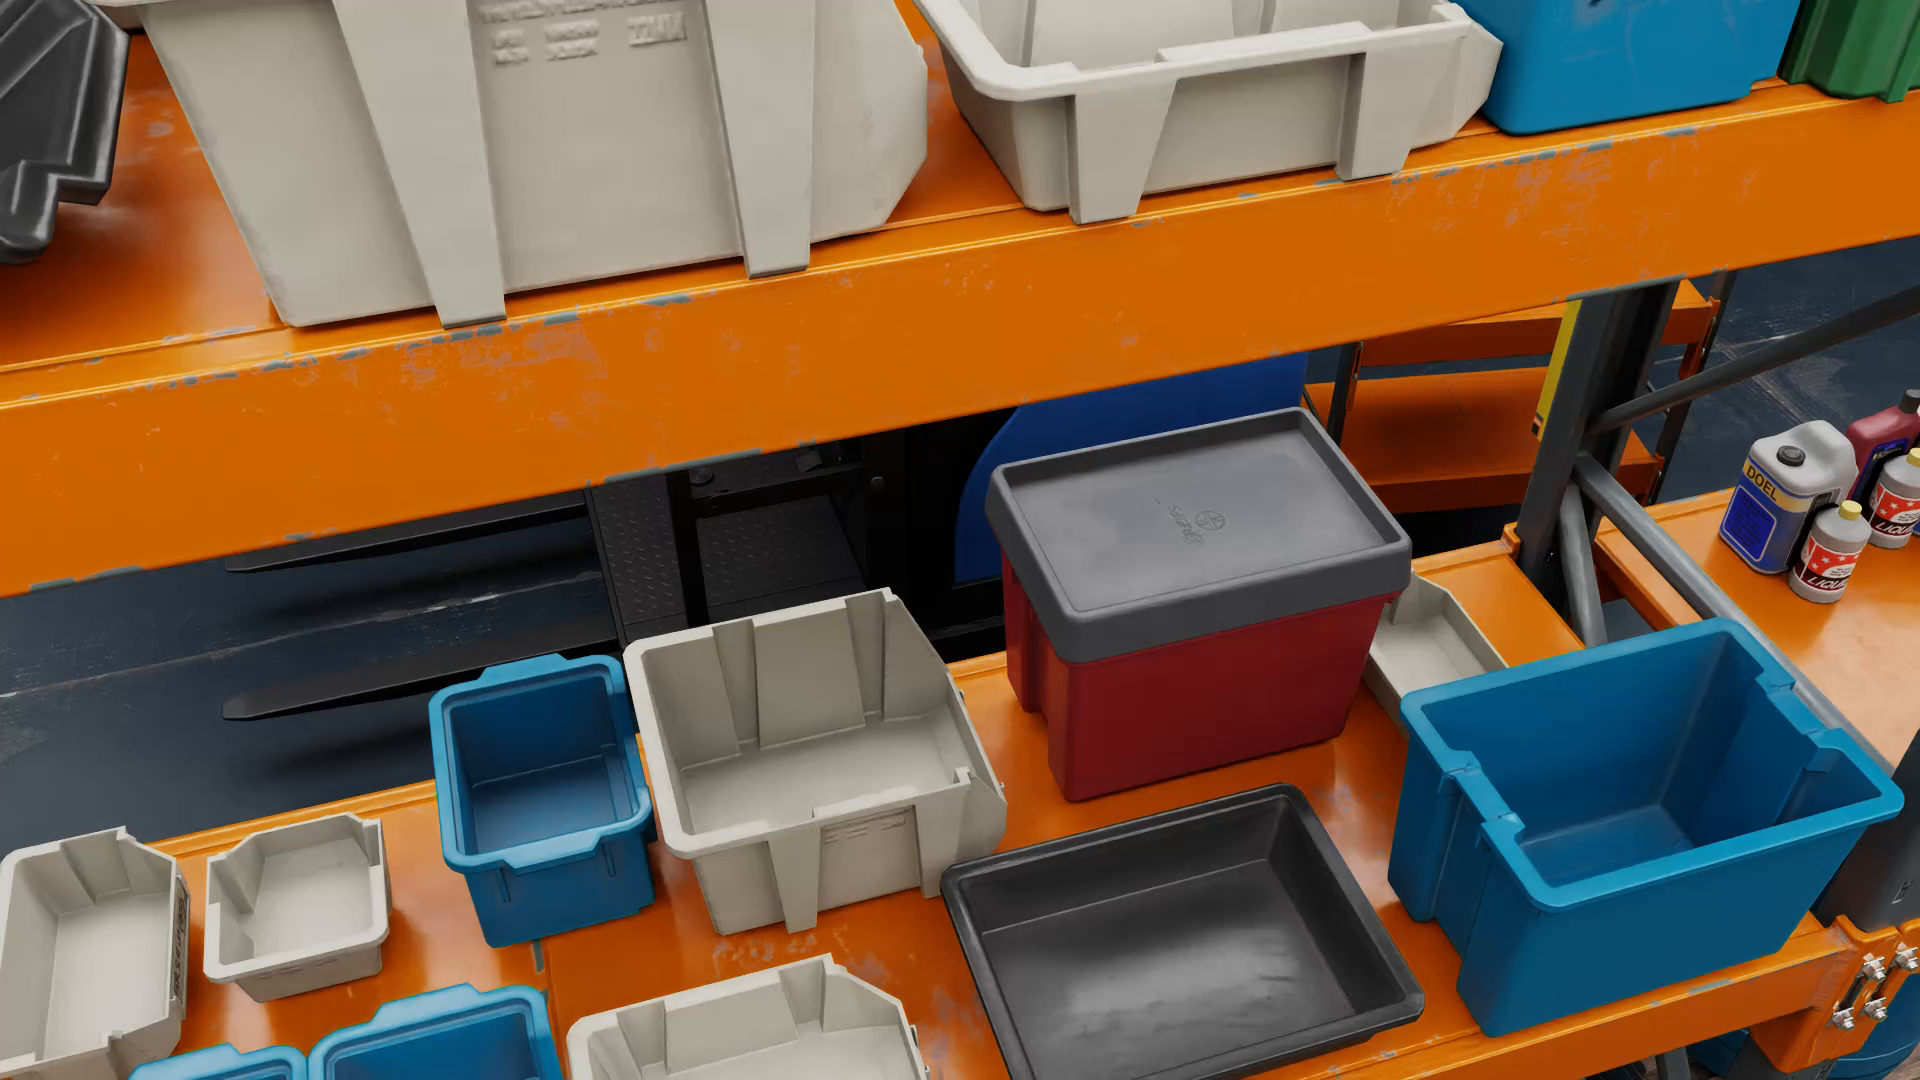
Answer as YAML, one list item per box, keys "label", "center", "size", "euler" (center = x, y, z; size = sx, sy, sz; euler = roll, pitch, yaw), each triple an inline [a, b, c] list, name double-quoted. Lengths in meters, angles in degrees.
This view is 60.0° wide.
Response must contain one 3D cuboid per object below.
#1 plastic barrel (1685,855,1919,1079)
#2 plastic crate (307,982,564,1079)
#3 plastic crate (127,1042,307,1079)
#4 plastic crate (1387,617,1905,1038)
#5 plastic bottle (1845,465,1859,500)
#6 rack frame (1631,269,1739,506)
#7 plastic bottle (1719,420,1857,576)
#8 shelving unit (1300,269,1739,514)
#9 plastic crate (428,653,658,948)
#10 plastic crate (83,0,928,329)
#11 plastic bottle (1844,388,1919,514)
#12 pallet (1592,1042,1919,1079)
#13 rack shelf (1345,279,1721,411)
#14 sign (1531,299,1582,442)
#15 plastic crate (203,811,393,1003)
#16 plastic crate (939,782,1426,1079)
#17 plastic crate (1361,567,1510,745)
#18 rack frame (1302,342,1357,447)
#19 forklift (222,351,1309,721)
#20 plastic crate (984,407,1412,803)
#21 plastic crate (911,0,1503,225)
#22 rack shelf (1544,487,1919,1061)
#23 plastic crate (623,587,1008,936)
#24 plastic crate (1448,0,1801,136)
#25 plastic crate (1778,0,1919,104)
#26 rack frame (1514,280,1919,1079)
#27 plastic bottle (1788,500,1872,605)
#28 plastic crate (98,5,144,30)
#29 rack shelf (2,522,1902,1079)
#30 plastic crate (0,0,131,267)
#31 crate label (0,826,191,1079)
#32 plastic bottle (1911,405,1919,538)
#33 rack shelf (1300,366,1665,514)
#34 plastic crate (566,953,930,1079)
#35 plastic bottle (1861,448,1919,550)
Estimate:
- label: "plastic barrel"
  center: [1.820, 0.681, 3.467]
  size: [0.708, 0.901, 0.600]
  euler: [-12, 42, -13]
- label: "plastic crate"
  center: [-0.643, 0.815, 2.119]
  size: [0.300, 0.233, 0.416]
  euler: [-12, 42, -13]
- label: "plastic crate"
  center: [-0.929, 0.874, 2.051]
  size: [0.300, 0.233, 0.416]
  euler: [-12, 42, -13]
- label: "plastic crate"
  center: [0.953, 0.435, 2.438]
  size: [0.575, 0.384, 0.392]
  euler: [-12, 42, -13]
- label: "plastic bottle"
  center: [1.677, -0.100, 3.236]
  size: [0.097, 0.201, 0.097]
  euler: [0, 41, 0]
- label: "rack frame"
  center: [2.028, -0.487, 4.952]
  size: [0.032, 1.125, 0.500]
  euler: [-5, 41, -5]
- label: "plastic bottle"
  center: [1.575, -0.088, 3.166]
  size: [0.135, 0.276, 0.152]
  euler: [-12, 42, -13]
- label: "shelving unit"
  center: [1.523, -0.446, 4.905]
  size: [1.048, 1.125, 0.538]
  euler: [-5, 41, -5]
- label: "plastic crate"
  center: [-0.638, 0.410, 2.583]
  size: [0.300, 0.233, 0.416]
  euler: [-12, 42, -13]
- label: "plastic crate"
  center: [-0.313, -0.393, 1.230]
  size: [0.530, 0.282, 0.437]
  euler: [-12, 42, -13]
- label: "plastic bottle"
  center: [1.782, -0.166, 3.248]
  size: [0.133, 0.283, 0.061]
  euler: [-12, 42, -13]
- label: "pallet"
  center: [2.044, 1.069, 3.866]
  size: [1.213, 0.211, 1.003]
  euler: [-12, 42, -13]
- label: "rack shelf"
  center: [1.523, -0.666, 4.713]
  size: [1.000, 0.278, 0.538]
  euler: [-5, 41, -5]
- label: "sign"
  center: [1.132, -0.304, 3.108]
  size: [0.005, 0.325, 0.100]
  euler: [-12, 42, -13]
- label: "plastic crate"
  center: [-0.980, 0.549, 2.496]
  size: [0.250, 0.136, 0.298]
  euler: [-12, 42, -13]
- label: "plastic crate"
  center: [0.309, 0.616, 2.428]
  size: [0.590, 0.125, 0.437]
  euler: [-12, 42, -13]
- label: "plastic crate"
  center: [0.809, 0.225, 2.868]
  size: [0.243, 0.136, 0.396]
  euler: [-12, 42, -13]
- label: "rack frame"
  center: [1.018, -0.405, 4.858]
  size: [0.032, 1.125, 0.500]
  euler: [-5, 41, -5]
- label: "forklift"
  center: [-0.600, -0.978, 4.141]
  size: [3.031, 2.935, 1.130]
  euler: [-12, 43, -13]
- label: "plastic crate"
  center: [0.369, 0.118, 2.741]
  size: [0.583, 0.464, 0.402]
  euler: [-12, 42, -13]
- label: "plastic crate"
  center: [0.197, -0.395, 1.342]
  size: [0.466, 0.136, 0.293]
  euler: [-12, 42, -13]
- label: "rack shelf"
  center: [3.203, 0.021, 3.493]
  size: [4.000, 0.370, 1.077]
  euler: [-12, 42, -13]
- label: "plastic crate"
  center: [-0.216, 0.354, 2.610]
  size: [0.530, 0.282, 0.437]
  euler: [-12, 42, -13]
- label: "plastic crate"
  center: [0.523, -0.541, 1.436]
  size: [0.300, 0.233, 0.416]
  euler: [-12, 42, -13]
- label: "plastic crate"
  center: [0.983, -0.631, 1.573]
  size: [0.662, 0.188, 0.450]
  euler: [-12, 42, -13]
- label: "rack frame"
  center: [1.296, 0.146, 2.803]
  size: [0.127, 3.000, 1.000]
  euler: [-12, 42, -13]
- label: "plastic bottle"
  center: [1.630, 0.014, 3.105]
  size: [0.097, 0.201, 0.097]
  euler: [0, 41, 0]
- label: "plastic crate"
  center: [-0.623, -0.658, 1.644]
  size: [0.530, 0.136, 0.437]
  euler: [-12, 42, -13]
- label: "rack shelf"
  center: [-0.612, 0.812, 2.588]
  size: [4.000, 0.370, 1.077]
  euler: [-12, 42, -13]
- label: "plastic crate"
  center: [-0.980, -0.300, 1.080]
  size: [0.767, 0.338, 0.504]
  euler: [-12, 42, -13]
- label: "crate label"
  center: [-1.257, 0.619, 2.416]
  size: [0.243, 0.136, 0.396]
  euler: [-12, 42, -13]
- label: "plastic bottle"
  center: [1.923, -0.161, 3.248]
  size: [0.135, 0.276, 0.152]
  euler: [-12, 42, -13]
- label: "rack shelf"
  center: [1.523, -0.262, 5.066]
  size: [1.000, 0.278, 0.538]
  euler: [-5, 41, -5]
- label: "plastic crate"
  center: [-0.275, 0.755, 2.261]
  size: [0.466, 0.136, 0.293]
  euler: [-12, 42, -13]
- label: "plastic bottle"
  center: [1.823, -0.089, 3.223]
  size: [0.097, 0.201, 0.097]
  euler: [0, 41, 0]
